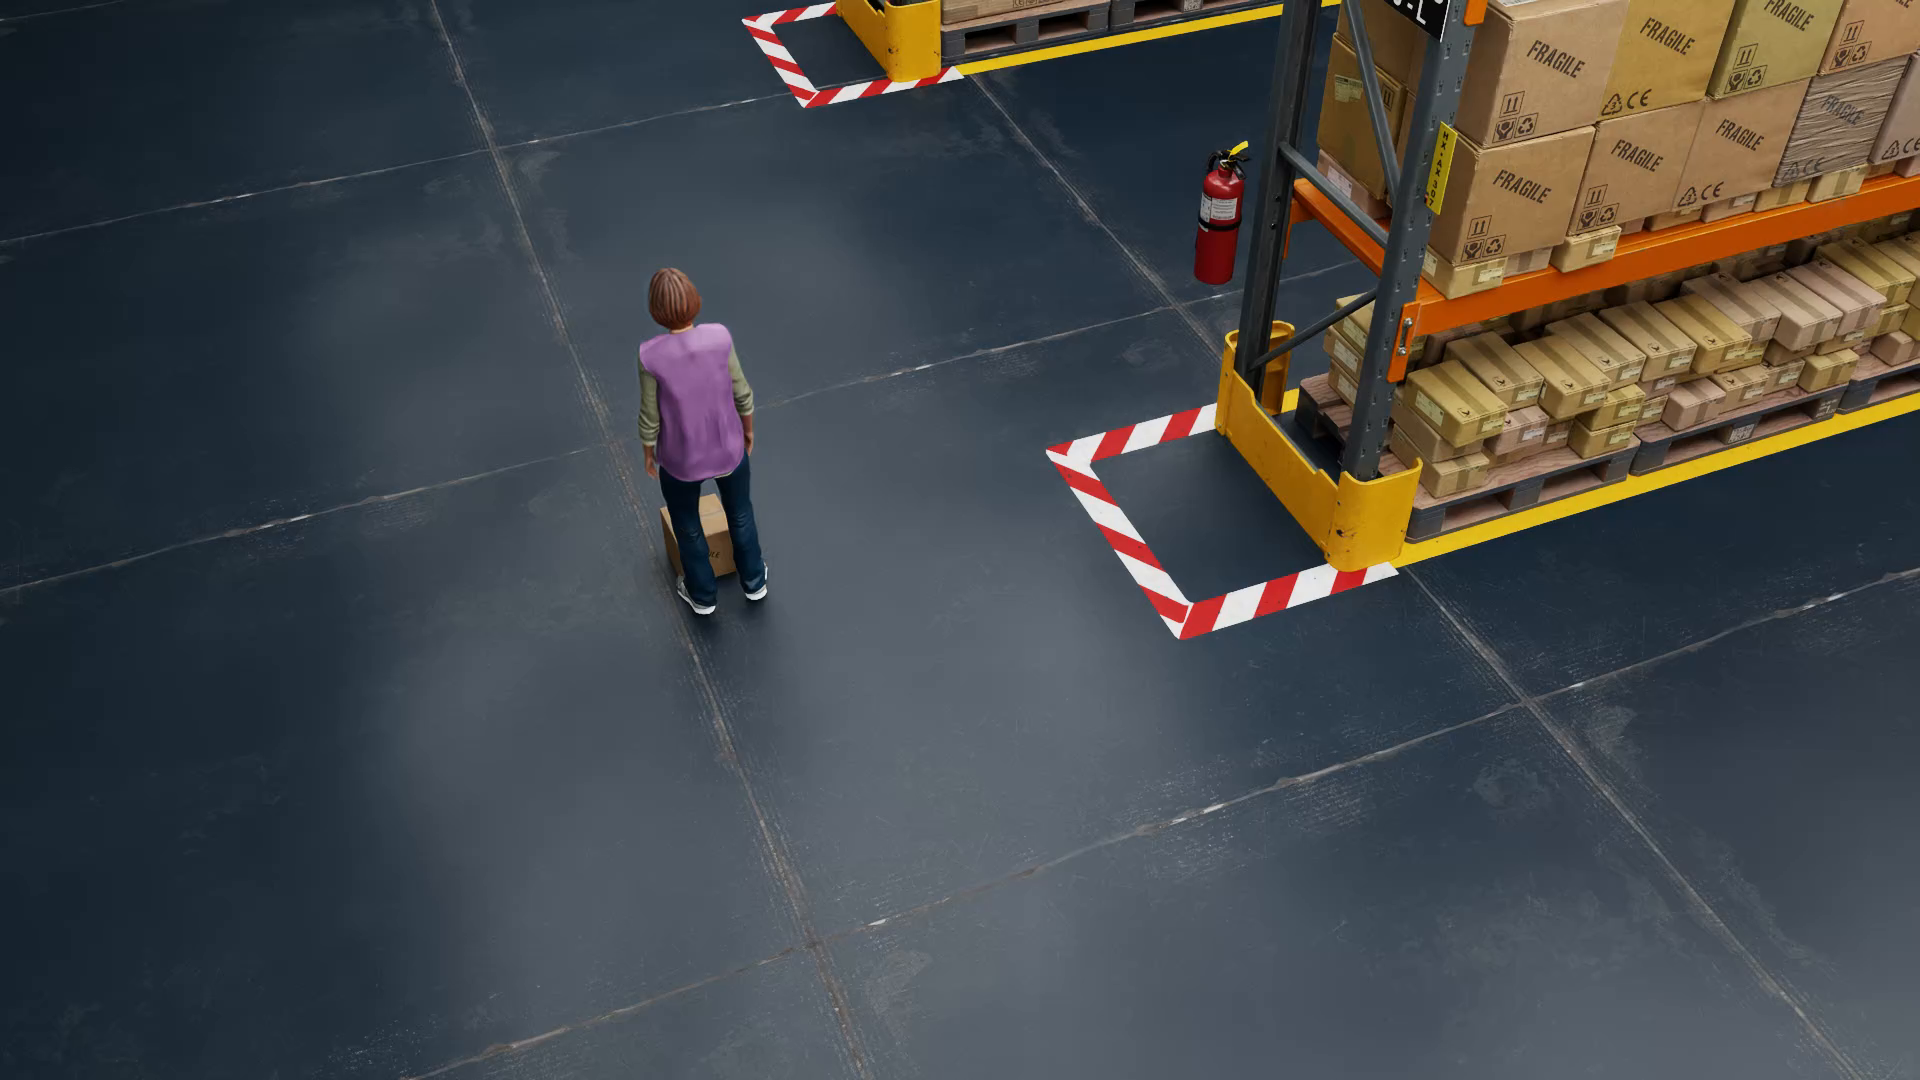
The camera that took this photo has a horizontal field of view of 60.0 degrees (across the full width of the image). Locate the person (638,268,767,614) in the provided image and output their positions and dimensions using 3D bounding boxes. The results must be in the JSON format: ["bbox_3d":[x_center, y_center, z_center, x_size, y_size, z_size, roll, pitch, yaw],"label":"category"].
[{"bbox_3d":[-1.021,-0.333,6.567,0.462,1.548,0.344,-15,45,-16],"label":"person"}]
